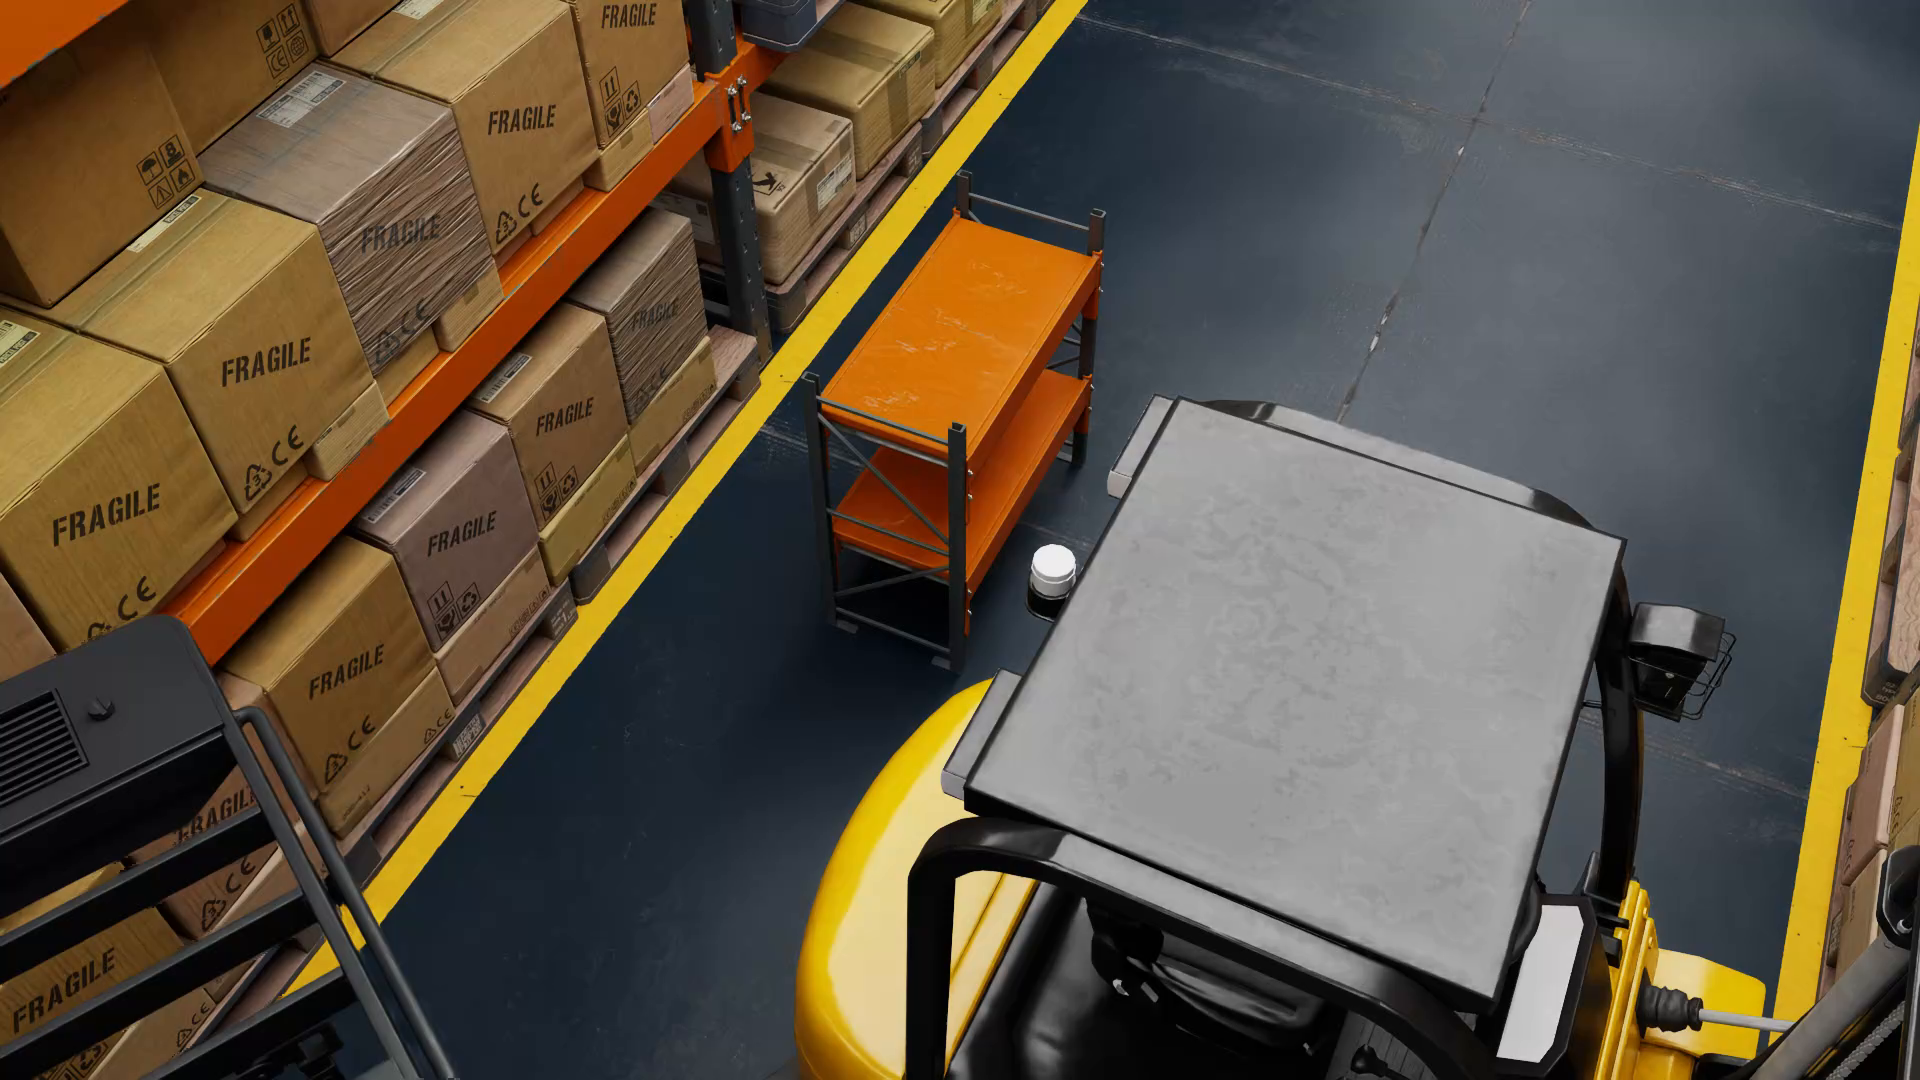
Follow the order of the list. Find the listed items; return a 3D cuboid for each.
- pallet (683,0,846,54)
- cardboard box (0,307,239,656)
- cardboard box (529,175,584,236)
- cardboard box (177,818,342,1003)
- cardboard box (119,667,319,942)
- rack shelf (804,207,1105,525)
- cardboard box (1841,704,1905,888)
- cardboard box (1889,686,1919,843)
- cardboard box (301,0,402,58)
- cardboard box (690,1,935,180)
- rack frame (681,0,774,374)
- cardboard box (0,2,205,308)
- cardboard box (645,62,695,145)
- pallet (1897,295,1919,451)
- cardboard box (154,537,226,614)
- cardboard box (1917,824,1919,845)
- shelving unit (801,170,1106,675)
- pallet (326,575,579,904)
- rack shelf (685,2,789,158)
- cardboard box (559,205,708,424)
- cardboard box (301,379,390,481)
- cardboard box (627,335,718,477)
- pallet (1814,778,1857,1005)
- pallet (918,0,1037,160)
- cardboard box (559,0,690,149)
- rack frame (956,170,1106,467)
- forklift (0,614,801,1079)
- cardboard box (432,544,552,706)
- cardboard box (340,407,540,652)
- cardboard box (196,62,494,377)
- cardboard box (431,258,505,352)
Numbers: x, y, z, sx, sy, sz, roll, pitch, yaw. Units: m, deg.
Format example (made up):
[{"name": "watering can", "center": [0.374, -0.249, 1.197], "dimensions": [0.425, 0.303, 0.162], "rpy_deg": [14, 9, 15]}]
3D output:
[{"name": "pallet", "center": [-0.731, -2.211, 5.788], "dimensions": [1.003, 0.211, 1.213], "rpy_deg": [20, 52, 16]}, {"name": "cardboard box", "center": [-2.010, -0.114, 3.616], "dimensions": [0.500, 0.500, 0.500], "rpy_deg": [19, 52, 15]}, {"name": "cardboard box", "center": [-1.333, -1.064, 4.851], "dimensions": [0.380, 0.149, 0.250], "rpy_deg": [20, 52, 16]}, {"name": "cardboard box", "center": [-2.079, 0.900, 4.544], "dimensions": [0.500, 0.250, 0.500], "rpy_deg": [22, 53, 17]}, {"name": "cardboard box", "center": [-2.075, 0.628, 4.283], "dimensions": [0.500, 0.500, 0.500], "rpy_deg": [18, 52, 15]}, {"name": "rack shelf", "center": [0.003, -0.559, 5.103], "dimensions": [0.538, 0.278, 1.000], "rpy_deg": [20, 52, 16]}, {"name": "cardboard box", "center": [2.794, 0.798, 4.631], "dimensions": [0.500, 0.250, 0.500], "rpy_deg": [20, 53, 16]}, {"name": "cardboard box", "center": [2.814, 0.644, 4.434], "dimensions": [0.500, 0.250, 0.500], "rpy_deg": [20, 52, 16]}, {"name": "cardboard box", "center": [-1.811, -1.670, 4.284], "dimensions": [0.700, 0.500, 0.500], "rpy_deg": [20, 52, 16]}, {"name": "cardboard box", "center": [-0.664, -1.937, 6.879], "dimensions": [0.950, 0.372, 0.625], "rpy_deg": [23, 53, 18]}, {"name": "rack frame", "center": [-1.189, -1.795, 5.307], "dimensions": [1.000, 3.000, 0.127], "rpy_deg": [20, 52, 16]}, {"name": "cardboard box", "center": [-2.191, -0.945, 3.667], "dimensions": [0.700, 0.500, 0.500], "rpy_deg": [19, 52, 16]}, {"name": "cardboard box", "center": [-1.051, -1.393, 5.130], "dimensions": [0.380, 0.149, 0.250], "rpy_deg": [19, 52, 16]}, {"name": "pallet", "center": [4.099, -0.642, 6.157], "dimensions": [1.003, 0.211, 1.213], "rpy_deg": [20, 52, 16]}, {"name": "cardboard box", "center": [-1.996, -0.011, 3.954], "dimensions": [0.380, 0.149, 0.250], "rpy_deg": [21, 53, 17]}, {"name": "cardboard box", "center": [2.582, 0.829, 3.949], "dimensions": [0.500, 0.250, 0.500], "rpy_deg": [20, 52, 16]}, {"name": "shelving unit", "center": [0.003, -0.369, 5.326], "dimensions": [0.538, 1.125, 1.048], "rpy_deg": [20, 52, 16]}, {"name": "pallet", "center": [-1.964, 0.426, 5.249], "dimensions": [1.003, 0.211, 1.213], "rpy_deg": [20, 52, 16]}, {"name": "rack shelf", "center": [-0.335, -2.939, 6.753], "dimensions": [1.077, 0.370, 4.000], "rpy_deg": [20, 52, 16]}, {"name": "cardboard box", "center": [-1.200, -0.788, 5.488], "dimensions": [0.500, 0.500, 0.500], "rpy_deg": [19, 52, 16]}, {"name": "cardboard box", "center": [-1.696, -0.337, 4.232], "dimensions": [0.380, 0.149, 0.250], "rpy_deg": [20, 53, 16]}, {"name": "cardboard box", "center": [-1.199, -0.545, 5.774], "dimensions": [0.500, 0.250, 0.500], "rpy_deg": [22, 53, 18]}, {"name": "pallet", "center": [2.922, 1.255, 4.543], "dimensions": [1.003, 0.211, 1.213], "rpy_deg": [20, 52, 16]}, {"name": "pallet", "center": [-0.338, -2.271, 7.543], "dimensions": [1.003, 0.211, 1.213], "rpy_deg": [20, 52, 16]}, {"name": "cardboard box", "center": [-1.154, -1.536, 4.827], "dimensions": [0.500, 0.500, 0.500], "rpy_deg": [19, 52, 15]}, {"name": "rack frame", "center": [0.220, -0.719, 5.623], "dimensions": [0.500, 1.125, 0.032], "rpy_deg": [20, 52, 16]}, {"name": "forklift", "center": [-1.197, 1.294, 2.725], "dimensions": [3.031, 2.935, 1.130], "rpy_deg": [-28, 55, -22]}, {"name": "cardboard box", "center": [-1.639, 0.174, 5.162], "dimensions": [0.500, 0.250, 0.500], "rpy_deg": [21, 53, 17]}, {"name": "cardboard box", "center": [-1.632, -0.085, 4.890], "dimensions": [0.500, 0.500, 0.500], "rpy_deg": [22, 53, 18]}, {"name": "cardboard box", "center": [-1.586, -0.821, 4.218], "dimensions": [0.500, 0.500, 0.500], "rpy_deg": [21, 53, 17]}, {"name": "cardboard box", "center": [-1.482, -0.692, 4.534], "dimensions": [0.380, 0.149, 0.250], "rpy_deg": [19, 52, 16]}]
